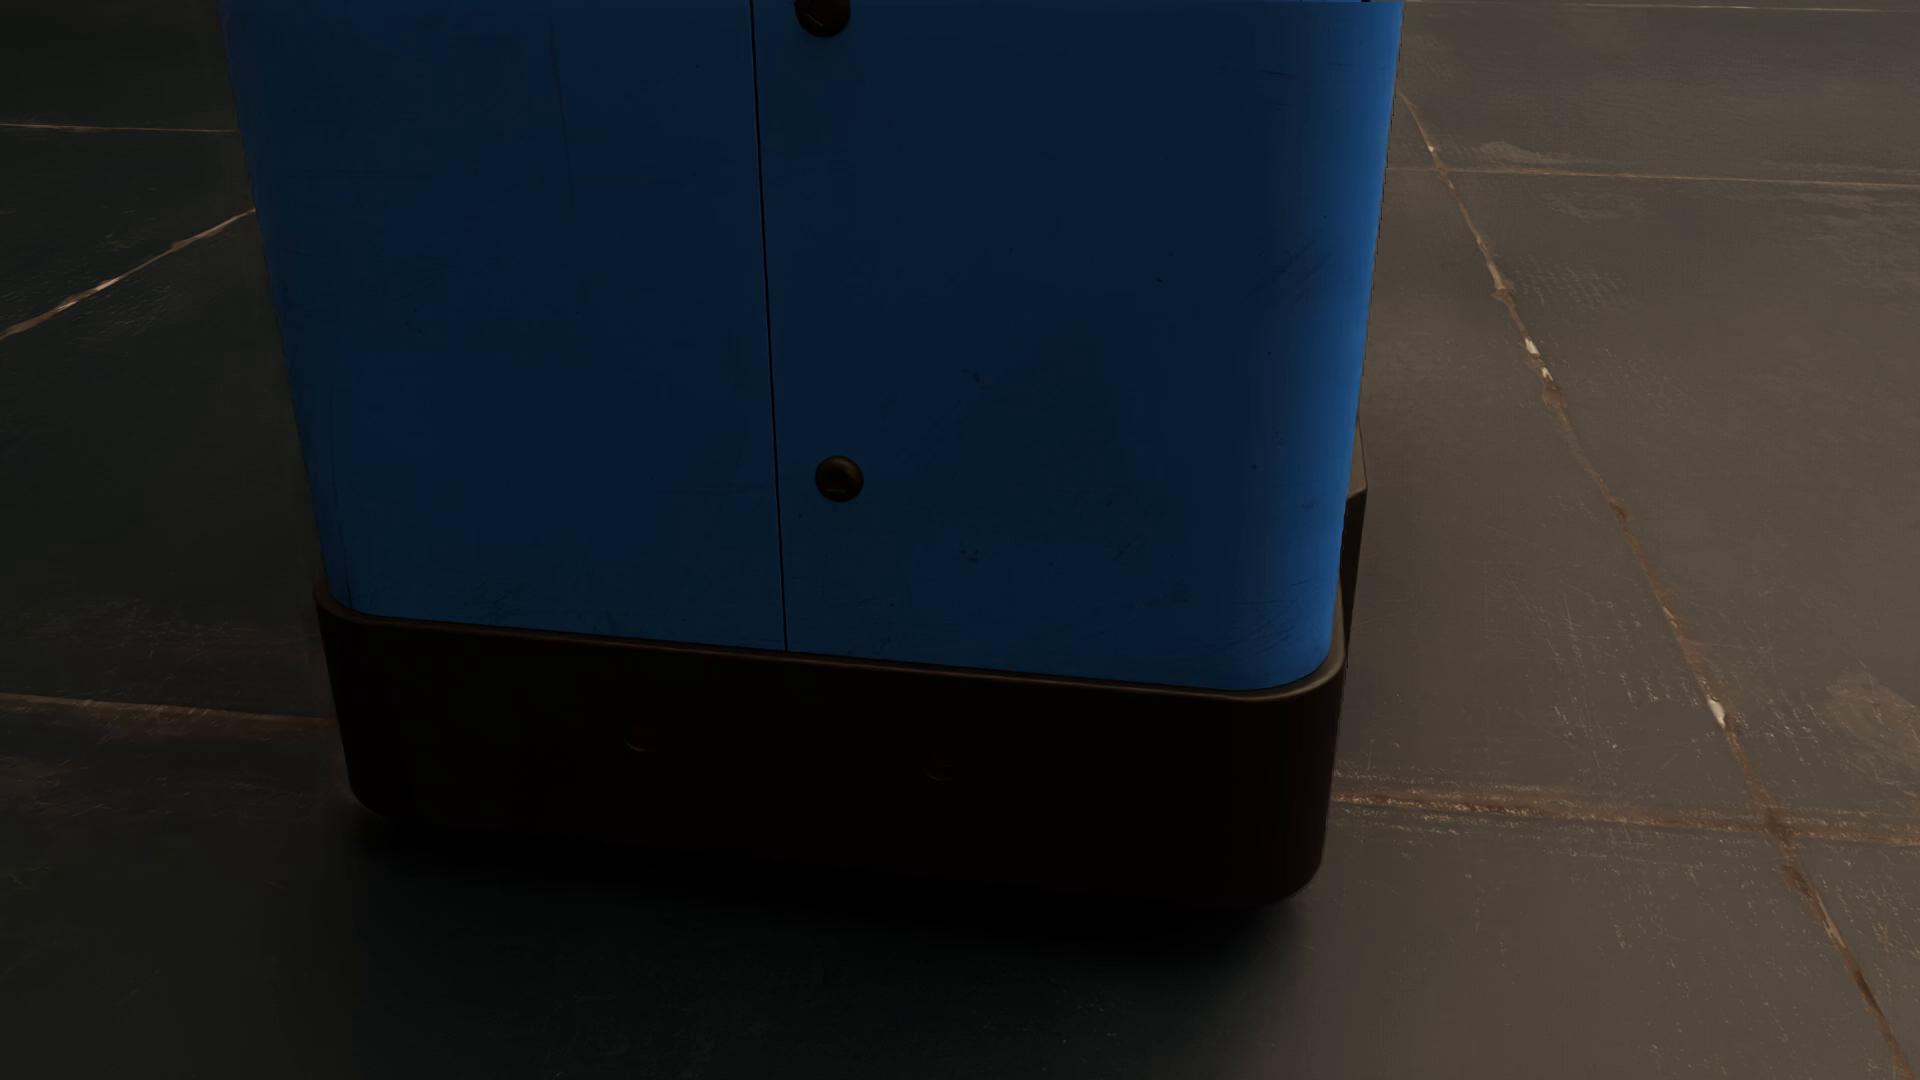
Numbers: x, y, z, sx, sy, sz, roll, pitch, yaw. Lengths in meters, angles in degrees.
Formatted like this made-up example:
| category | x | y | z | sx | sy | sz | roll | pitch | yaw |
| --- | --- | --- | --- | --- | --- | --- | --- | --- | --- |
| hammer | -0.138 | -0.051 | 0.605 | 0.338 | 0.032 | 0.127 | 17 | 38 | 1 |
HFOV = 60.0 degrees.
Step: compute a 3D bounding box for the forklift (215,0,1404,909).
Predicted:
| category | x | y | z | sx | sy | sz | roll | pitch | yaw |
| --- | --- | --- | --- | --- | --- | --- | --- | --- | --- |
| forklift | 0.087 | -1.586 | 2.396 | 1.130 | 2.935 | 3.031 | 4 | 27 | 9 |
